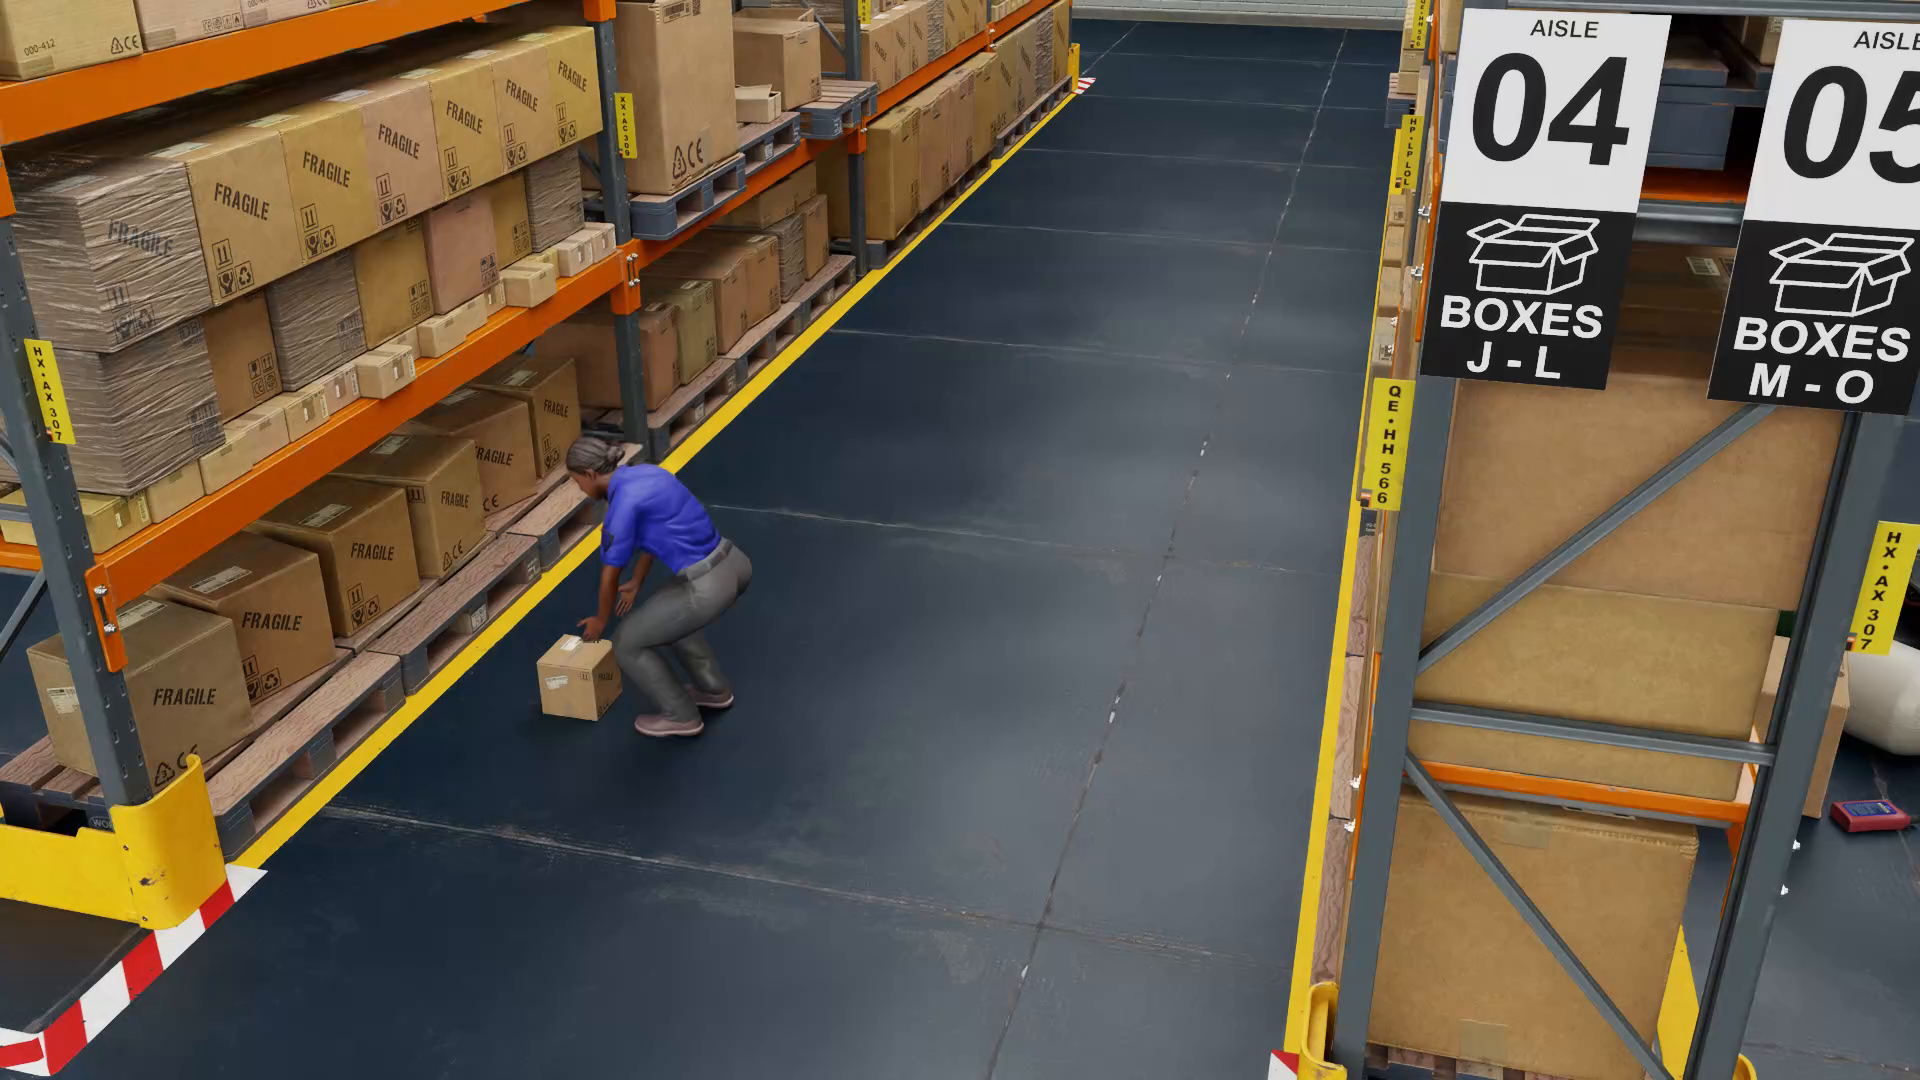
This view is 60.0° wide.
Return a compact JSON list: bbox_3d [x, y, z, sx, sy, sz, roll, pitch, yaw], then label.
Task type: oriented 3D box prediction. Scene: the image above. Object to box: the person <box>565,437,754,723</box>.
[{"bbox_3d":[-1.204,0.163,6.684,0.697,1.185,0.498,6,26,13],"label":"person"}]
